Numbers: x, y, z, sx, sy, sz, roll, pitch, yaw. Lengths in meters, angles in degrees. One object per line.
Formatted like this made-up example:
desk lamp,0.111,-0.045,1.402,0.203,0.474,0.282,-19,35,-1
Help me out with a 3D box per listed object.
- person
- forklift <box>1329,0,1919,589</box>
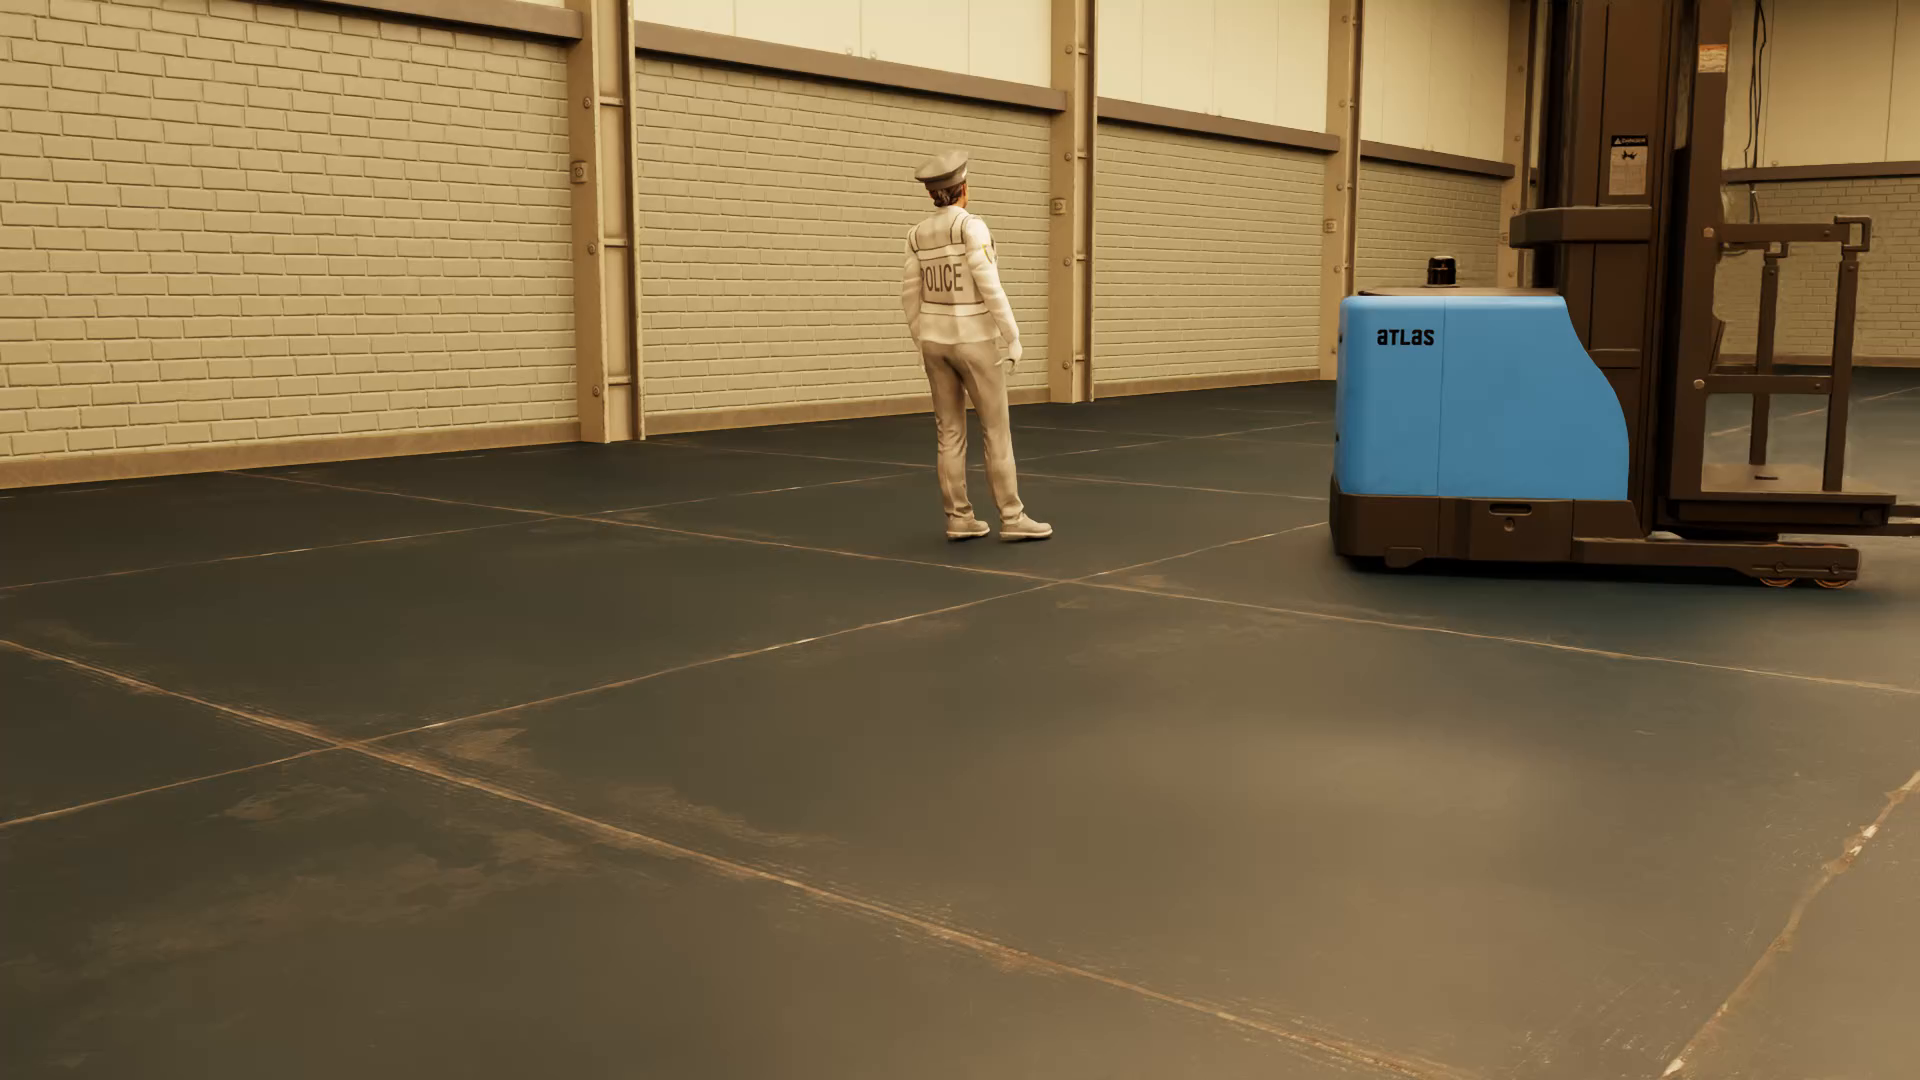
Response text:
person,0.047,-0.853,7.329,0.587,1.696,0.534,7,11,38
forklift,3.057,-1.352,6.520,3.031,2.935,1.130,2,8,11
